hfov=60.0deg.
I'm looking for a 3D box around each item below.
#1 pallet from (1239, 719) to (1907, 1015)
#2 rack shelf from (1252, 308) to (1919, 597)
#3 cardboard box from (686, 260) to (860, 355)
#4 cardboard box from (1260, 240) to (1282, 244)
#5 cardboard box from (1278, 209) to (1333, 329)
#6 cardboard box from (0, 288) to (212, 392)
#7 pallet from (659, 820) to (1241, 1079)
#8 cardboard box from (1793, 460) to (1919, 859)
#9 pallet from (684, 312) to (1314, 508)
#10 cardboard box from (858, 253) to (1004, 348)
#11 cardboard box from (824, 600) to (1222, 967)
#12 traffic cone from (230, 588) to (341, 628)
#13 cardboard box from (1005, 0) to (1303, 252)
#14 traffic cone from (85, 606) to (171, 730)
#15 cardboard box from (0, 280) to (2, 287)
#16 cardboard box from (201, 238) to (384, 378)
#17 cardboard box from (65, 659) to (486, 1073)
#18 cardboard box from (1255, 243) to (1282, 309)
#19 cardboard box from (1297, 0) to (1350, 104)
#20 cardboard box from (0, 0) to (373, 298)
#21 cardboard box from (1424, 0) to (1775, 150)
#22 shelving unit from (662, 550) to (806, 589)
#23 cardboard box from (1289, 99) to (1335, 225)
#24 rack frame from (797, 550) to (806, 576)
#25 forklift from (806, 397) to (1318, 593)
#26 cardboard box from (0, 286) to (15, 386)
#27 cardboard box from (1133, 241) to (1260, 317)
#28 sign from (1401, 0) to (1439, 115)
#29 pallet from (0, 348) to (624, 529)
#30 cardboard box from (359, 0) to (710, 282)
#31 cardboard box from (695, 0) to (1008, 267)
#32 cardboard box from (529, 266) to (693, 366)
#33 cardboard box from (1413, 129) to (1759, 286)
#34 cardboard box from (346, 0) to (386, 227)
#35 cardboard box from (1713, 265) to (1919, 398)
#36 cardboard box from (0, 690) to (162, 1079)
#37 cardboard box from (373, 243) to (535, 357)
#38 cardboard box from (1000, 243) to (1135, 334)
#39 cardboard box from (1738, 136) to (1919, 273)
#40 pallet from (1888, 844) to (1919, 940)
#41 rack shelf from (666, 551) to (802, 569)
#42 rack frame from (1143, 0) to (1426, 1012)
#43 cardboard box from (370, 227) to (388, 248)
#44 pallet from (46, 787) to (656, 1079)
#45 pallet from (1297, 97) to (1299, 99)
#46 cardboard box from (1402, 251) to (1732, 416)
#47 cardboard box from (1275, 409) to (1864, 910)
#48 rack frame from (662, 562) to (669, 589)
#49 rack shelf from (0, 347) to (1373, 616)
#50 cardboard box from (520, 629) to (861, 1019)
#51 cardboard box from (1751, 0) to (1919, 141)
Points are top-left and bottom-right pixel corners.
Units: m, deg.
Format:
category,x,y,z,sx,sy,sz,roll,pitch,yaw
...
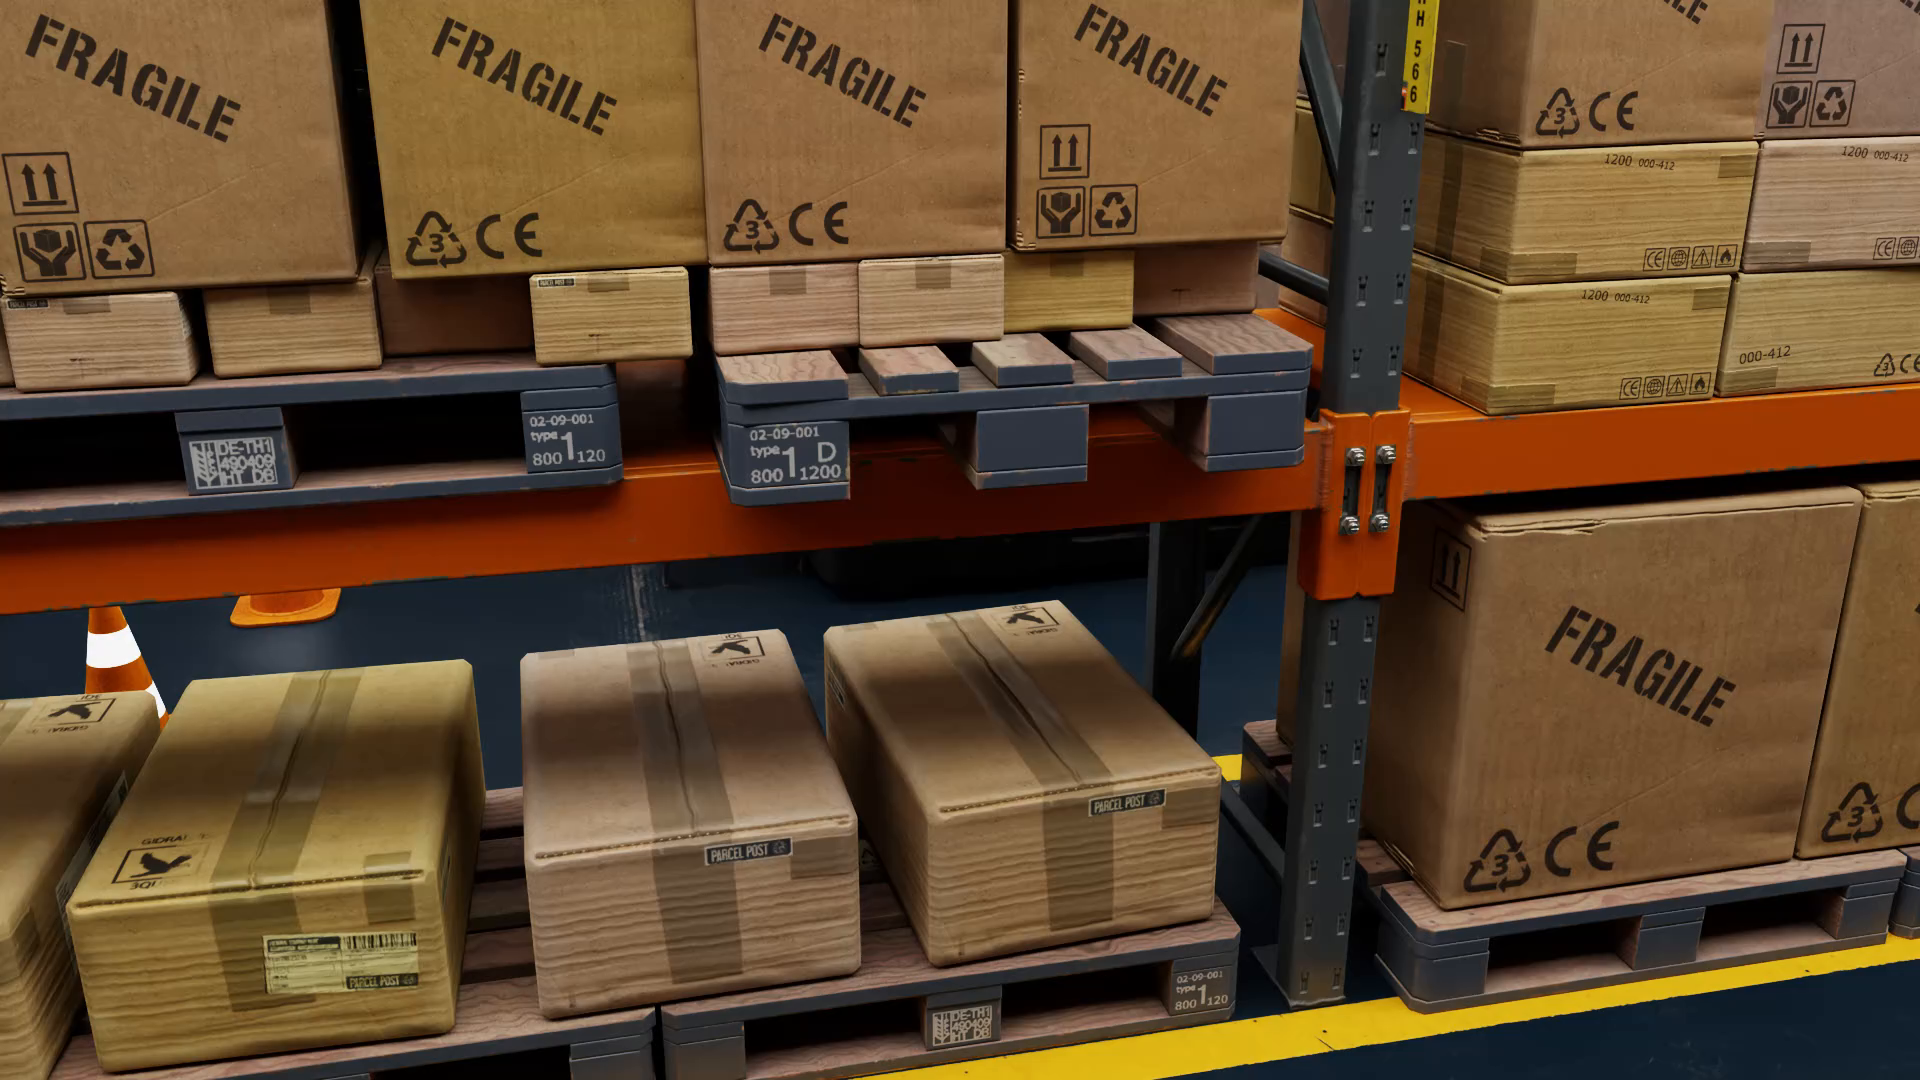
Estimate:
category,x,y,z,sx,sy,sz,roll,pitch,yaw
pallet,1.438,0.701,4.094,1.213,0.211,1.003,-5,21,-12
rack shelf,2.600,-0.392,4.069,4.000,0.370,1.077,-5,21,-12
cardboard box,-0.337,-0.448,2.932,0.250,0.149,0.380,-6,21,-15
cardboard box,1.628,-1.686,8.490,0.500,0.250,0.500,-6,21,-15
cardboard box,1.086,-0.628,3.886,0.500,0.250,0.500,-5,21,-14
cardboard box,-1.353,-0.366,2.707,0.250,0.149,0.380,-4,20,-10
pallet,-0.107,0.799,3.825,1.213,0.211,1.003,-5,21,-12
cardboard box,2.214,0.133,4.069,0.875,0.875,0.875,-4,21,-12
pallet,-0.015,-0.389,3.295,1.003,0.211,1.213,-5,21,-12
cardboard box,-0.090,-0.465,2.979,0.250,0.149,0.380,-5,21,-13
cardboard box,0.102,0.507,3.780,0.625,0.372,0.950,-6,21,-16
traffic cone,-2.302,0.012,5.609,0.334,0.463,0.336,-5,21,-12
cardboard box,0.275,-0.826,3.020,0.500,0.500,0.500,-5,21,-14
traffic cone,-2.354,0.370,4.633,0.334,0.463,0.336,-5,21,-12
cardboard box,-1.745,-0.654,2.551,0.500,0.500,0.500,-5,21,-13
cardboard box,-1.101,-0.397,2.791,0.250,0.149,0.380,-5,21,-14
cardboard box,-1.354,0.626,3.455,0.625,0.372,0.950,-4,20,-11
cardboard box,1.647,-1.338,8.629,0.500,0.500,0.500,-5,21,-14
cardboard box,1.097,-1.216,3.675,0.500,0.500,0.500,-5,21,-14
cardboard box,-1.247,-0.698,2.672,0.500,0.500,0.500,-6,21,-15
cardboard box,1.190,-1.045,3.207,0.500,0.500,0.500,-5,21,-14
shelving unit,-0.848,-0.902,5.724,0.503,2.100,0.431,-5,21,-14
cardboard box,1.067,-0.859,3.790,0.500,0.250,0.500,-5,21,-13
rack frame,-0.613,-0.924,5.785,0.015,2.100,0.400,-5,21,-14
forklift,0.865,-1.458,6.033,3.031,2.935,1.130,-5,21,-14
cardboard box,-1.624,-0.362,2.697,0.250,0.149,0.380,-4,21,-12
cardboard box,0.389,-0.546,3.198,0.250,0.149,0.380,-4,20,-10
sign,0.788,-0.897,2.834,0.005,0.325,0.100,-5,21,-12
pallet,-1.263,-0.311,3.081,1.213,0.211,1.003,-5,21,-12
cardboard box,-0.716,-0.741,2.789,0.500,0.500,0.500,-6,21,-16
cardboard box,-0.225,-0.782,2.899,0.500,0.500,0.500,-5,21,-13
cardboard box,-0.602,-0.422,2.860,0.250,0.149,0.380,-4,21,-12
cardboard box,1.204,-0.693,3.337,0.500,0.250,0.500,-5,21,-13
cardboard box,-1.347,-0.872,3.146,0.500,0.500,0.500,-5,21,-15
cardboard box,1.684,-0.502,3.542,0.500,0.250,0.500,-5,21,-14
cardboard box,-2.030,0.682,3.303,0.625,0.372,0.950,-3,20,-9
cardboard box,-0.875,-0.444,2.921,0.250,0.149,0.380,-4,21,-12
cardboard box,0.145,-0.500,3.074,0.250,0.149,0.380,-4,21,-12
cardboard box,1.707,-0.734,3.448,0.500,0.250,0.500,-4,21,-11
pallet,2.623,0.605,4.355,1.213,0.211,1.003,-5,21,-12
rack shelf,-0.848,-0.232,5.970,0.480,0.518,0.431,-5,21,-14
rack frame,0.654,-0.571,3.513,0.127,3.000,1.000,-5,21,-12
cardboard box,-1.020,-0.574,3.276,0.250,0.149,0.380,-4,20,-10
pallet,-1.292,0.895,3.565,1.213,0.211,1.003,-5,21,-12
pallet,1.333,-2.301,8.513,1.213,0.211,1.003,-5,21,-12
cardboard box,1.188,-0.455,3.415,0.500,0.250,0.500,-5,21,-13
cardboard box,1.345,0.202,3.880,0.875,0.875,0.875,-5,21,-13
rack frame,-1.084,-0.880,5.663,0.015,2.100,0.400,-5,21,-14
rack shelf,-1.292,-0.075,3.205,4.000,0.370,1.077,-5,21,-12
cardboard box,-0.615,0.568,3.613,0.625,0.372,0.950,-5,21,-14
cardboard box,1.671,-1.087,3.323,0.500,0.500,0.500,-5,21,-12
